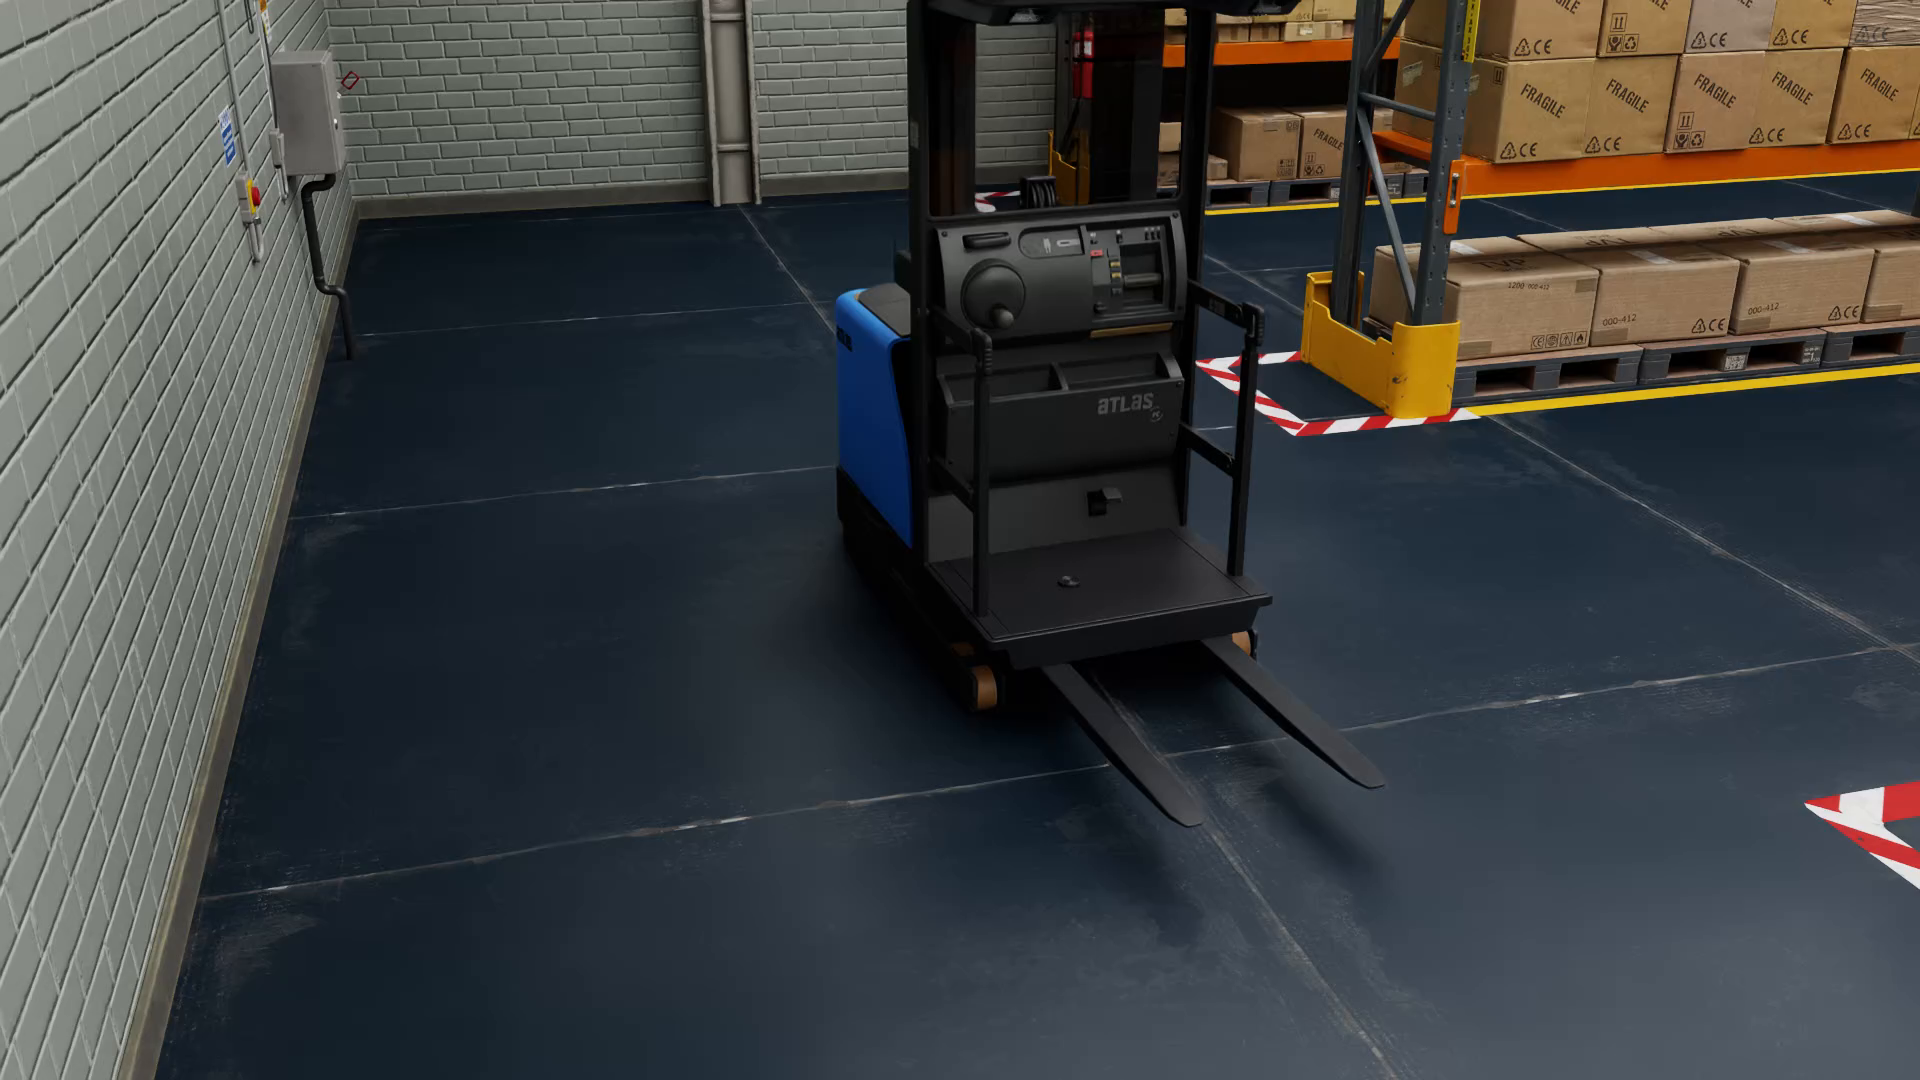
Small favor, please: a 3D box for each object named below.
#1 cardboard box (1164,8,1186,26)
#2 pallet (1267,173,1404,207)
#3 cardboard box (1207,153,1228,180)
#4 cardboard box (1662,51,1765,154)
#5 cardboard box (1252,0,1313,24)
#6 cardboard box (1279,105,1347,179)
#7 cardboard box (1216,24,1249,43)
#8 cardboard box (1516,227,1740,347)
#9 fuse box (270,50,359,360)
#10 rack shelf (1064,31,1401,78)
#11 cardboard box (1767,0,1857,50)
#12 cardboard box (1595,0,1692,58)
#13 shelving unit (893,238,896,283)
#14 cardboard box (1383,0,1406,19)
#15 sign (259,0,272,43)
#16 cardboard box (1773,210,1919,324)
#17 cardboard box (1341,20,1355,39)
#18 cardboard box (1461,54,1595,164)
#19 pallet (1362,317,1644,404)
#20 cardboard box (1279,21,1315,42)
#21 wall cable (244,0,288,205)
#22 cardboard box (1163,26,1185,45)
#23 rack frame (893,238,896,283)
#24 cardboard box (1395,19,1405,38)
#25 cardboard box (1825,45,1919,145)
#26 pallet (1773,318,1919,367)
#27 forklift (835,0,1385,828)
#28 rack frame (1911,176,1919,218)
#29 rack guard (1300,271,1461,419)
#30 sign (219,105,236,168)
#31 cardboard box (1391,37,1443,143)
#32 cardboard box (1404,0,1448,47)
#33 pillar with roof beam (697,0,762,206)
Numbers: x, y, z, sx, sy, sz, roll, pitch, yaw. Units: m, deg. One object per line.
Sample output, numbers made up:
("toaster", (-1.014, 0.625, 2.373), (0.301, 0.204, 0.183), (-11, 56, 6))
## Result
("cardboard box", (1.483, -4.147, 12.923), (0.500, 0.250, 0.500), (-6, 24, -14))
("pallet", (2.986, -3.073, 14.145), (1.213, 0.211, 1.003), (-6, 24, -14))
("cardboard box", (2.007, -3.075, 13.696), (0.250, 0.149, 0.380), (-7, 24, -16))
("cardboard box", (3.831, -2.349, 8.792), (0.500, 0.500, 0.500), (-6, 24, -15))
("cardboard box", (2.455, -4.256, 13.177), (0.500, 0.250, 0.500), (-7, 24, -15))
("cardboard box", (2.957, -3.301, 13.776), (0.500, 0.500, 0.500), (-6, 24, -13))
("cardboard box", (2.099, -4.038, 13.174), (0.250, 0.149, 0.380), (-6, 24, -13))
("cardboard box", (3.805, -1.473, 9.596), (0.875, 0.438, 0.875), (-6, 24, -13))
("fuse box", (-3.533, -1.860, 9.415), (0.414, 1.711, 0.539), (-6, 24, -14))
("rack shelf", (2.899, -4.015, 13.716), (4.000, 0.370, 1.077), (-6, 24, -14))
("cardboard box", (4.326, -2.866, 8.730), (0.500, 0.500, 0.500), (-6, 24, -14))
("cardboard box", (3.352, -2.755, 8.471), (0.500, 0.500, 0.500), (-7, 24, -16))
("shelving unit", (-0.162, -0.740, 7.452), (0.189, 1.200, 0.258), (-9, 25, -20))
("cardboard box", (3.438, -4.373, 13.450), (0.500, 0.250, 0.500), (-6, 24, -15))
("sign", (-3.717, -2.789, 8.898), (0.001, 0.242, 0.339), (-6, 24, -14))
("cardboard box", (5.535, -1.664, 10.041), (0.875, 0.438, 0.875), (-7, 24, -15))
("cardboard box", (3.095, -4.156, 13.450), (0.250, 0.149, 0.380), (-6, 24, -14))
("cardboard box", (2.857, -2.237, 8.532), (0.500, 0.500, 0.500), (-7, 24, -15))
("pallet", (3.066, -1.082, 9.504), (1.213, 0.211, 1.003), (-6, 24, -14))
("cardboard box", (2.617, -4.066, 13.242), (0.250, 0.149, 0.380), (-7, 24, -16))
("wall cable", (-3.500, -2.643, 8.318), (0.122, 1.984, 0.588), (-6, 24, -14))
("cardboard box", (1.596, -3.993, 13.070), (0.250, 0.149, 0.380), (-6, 24, -13))
("rack frame", (-0.247, -0.726, 7.421), (0.006, 1.200, 0.240), (-9, 25, -20))
("cardboard box", (3.599, -4.185, 13.518), (0.250, 0.149, 0.380), (-7, 24, -15))
("cardboard box", (4.817, -2.458, 9.048), (0.500, 0.500, 0.500), (-7, 24, -15))
("pallet", (5.415, -1.342, 10.110), (1.213, 0.211, 1.003), (-6, 24, -14))
("forklift", (0.444, -0.926, 5.691), (1.130, 2.935, 3.031), (-8, 25, -18))
("rack frame", (6.169, -2.675, 9.679), (0.127, 3.000, 1.000), (-6, 24, -14))
("rack guard", (2.294, -1.097, 9.173), (0.348, 0.500, 1.175), (-6, 24, -14))
("sign", (-3.151, -1.738, 7.155), (0.001, 0.218, 0.327), (-6, 24, -14))
("cardboard box", (2.710, -2.446, 9.021), (0.500, 0.500, 0.500), (-6, 24, -14))
("cardboard box", (2.717, -2.896, 8.800), (0.500, 0.500, 0.500), (-6, 24, -13))
("pillar with roof beam", (-0.704, -5.310, 8.214), (0.400, 9.000, 9.100), (-6, 24, -14))
